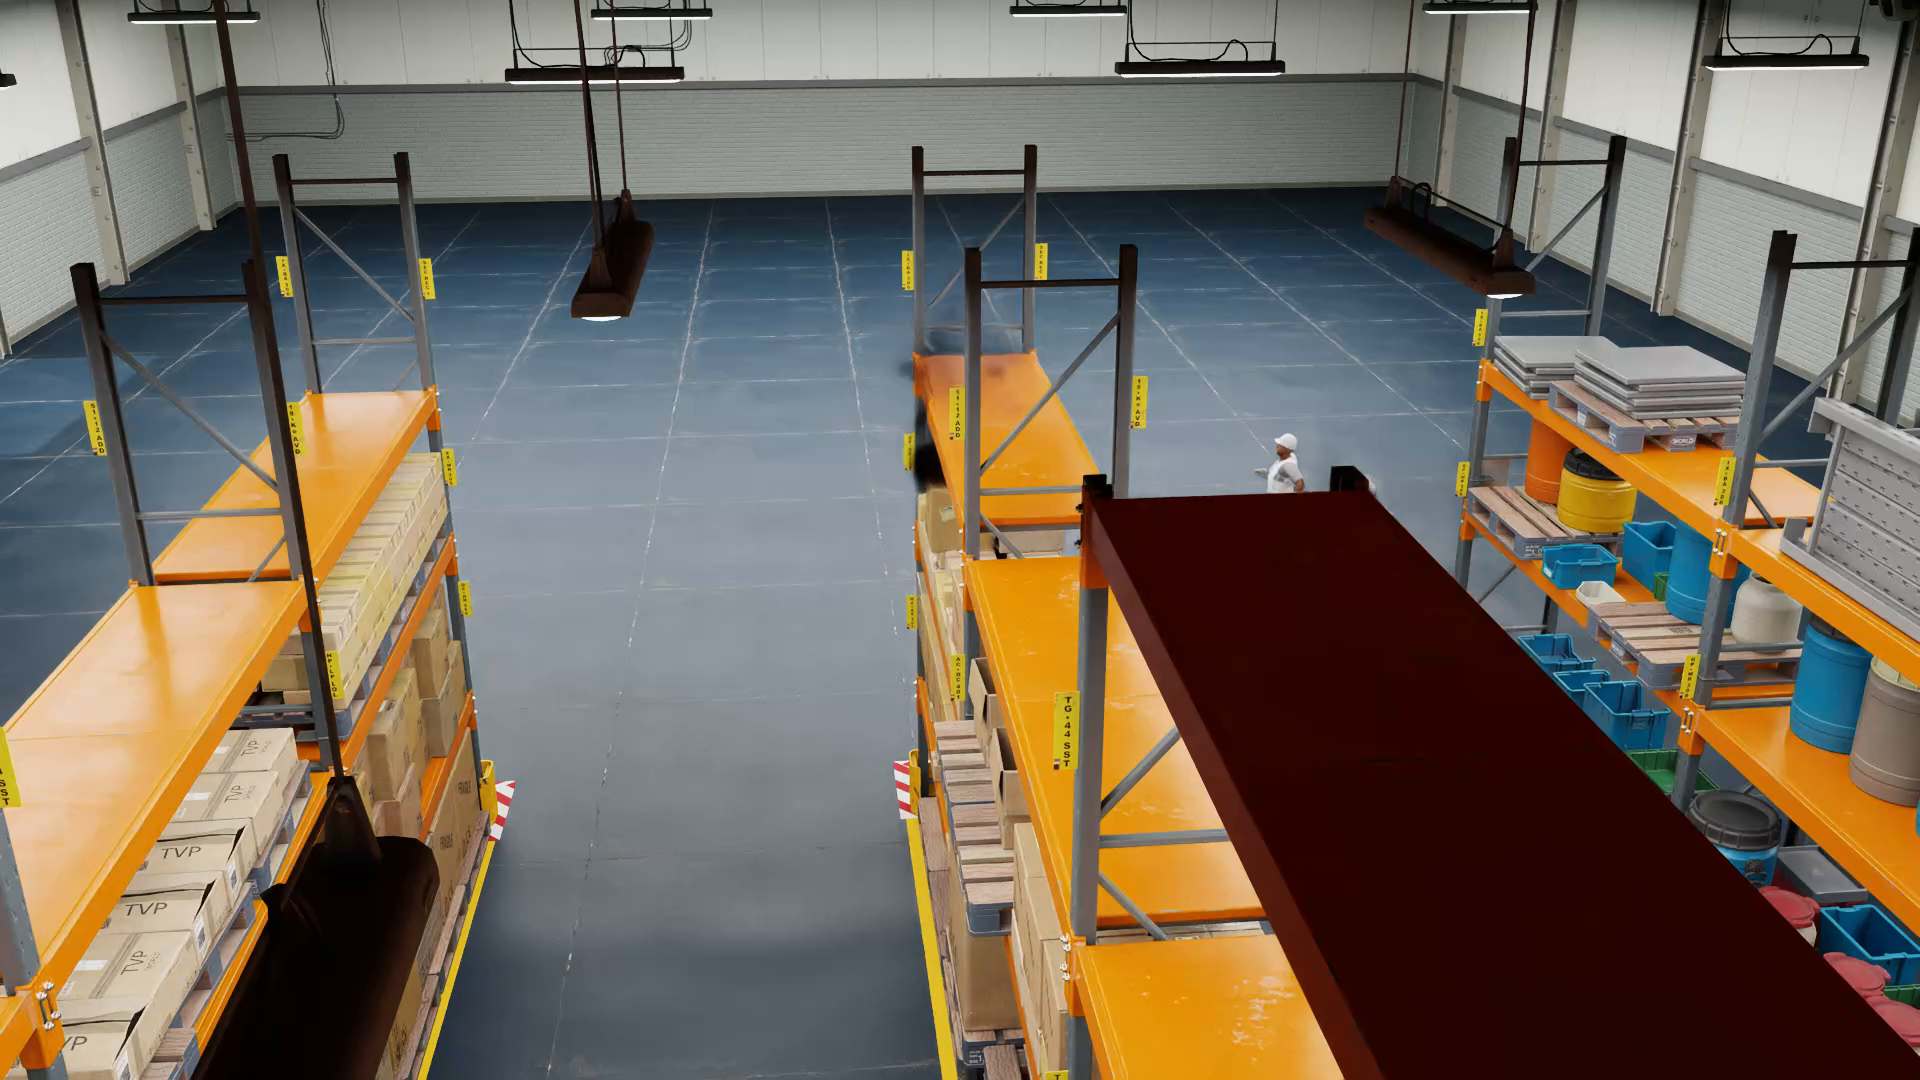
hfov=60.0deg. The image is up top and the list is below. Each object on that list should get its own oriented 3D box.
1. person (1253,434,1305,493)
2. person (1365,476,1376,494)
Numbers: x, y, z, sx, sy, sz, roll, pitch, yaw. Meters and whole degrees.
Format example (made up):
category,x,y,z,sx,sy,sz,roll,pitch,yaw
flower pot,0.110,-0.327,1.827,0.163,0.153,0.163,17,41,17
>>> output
category,x,y,z,sx,sy,sz,roll,pitch,yaw
person,3.912,-0.423,20.236,0.903,1.814,0.672,7,23,18
person,4.640,0.062,19.262,0.611,1.678,0.576,10,24,24
